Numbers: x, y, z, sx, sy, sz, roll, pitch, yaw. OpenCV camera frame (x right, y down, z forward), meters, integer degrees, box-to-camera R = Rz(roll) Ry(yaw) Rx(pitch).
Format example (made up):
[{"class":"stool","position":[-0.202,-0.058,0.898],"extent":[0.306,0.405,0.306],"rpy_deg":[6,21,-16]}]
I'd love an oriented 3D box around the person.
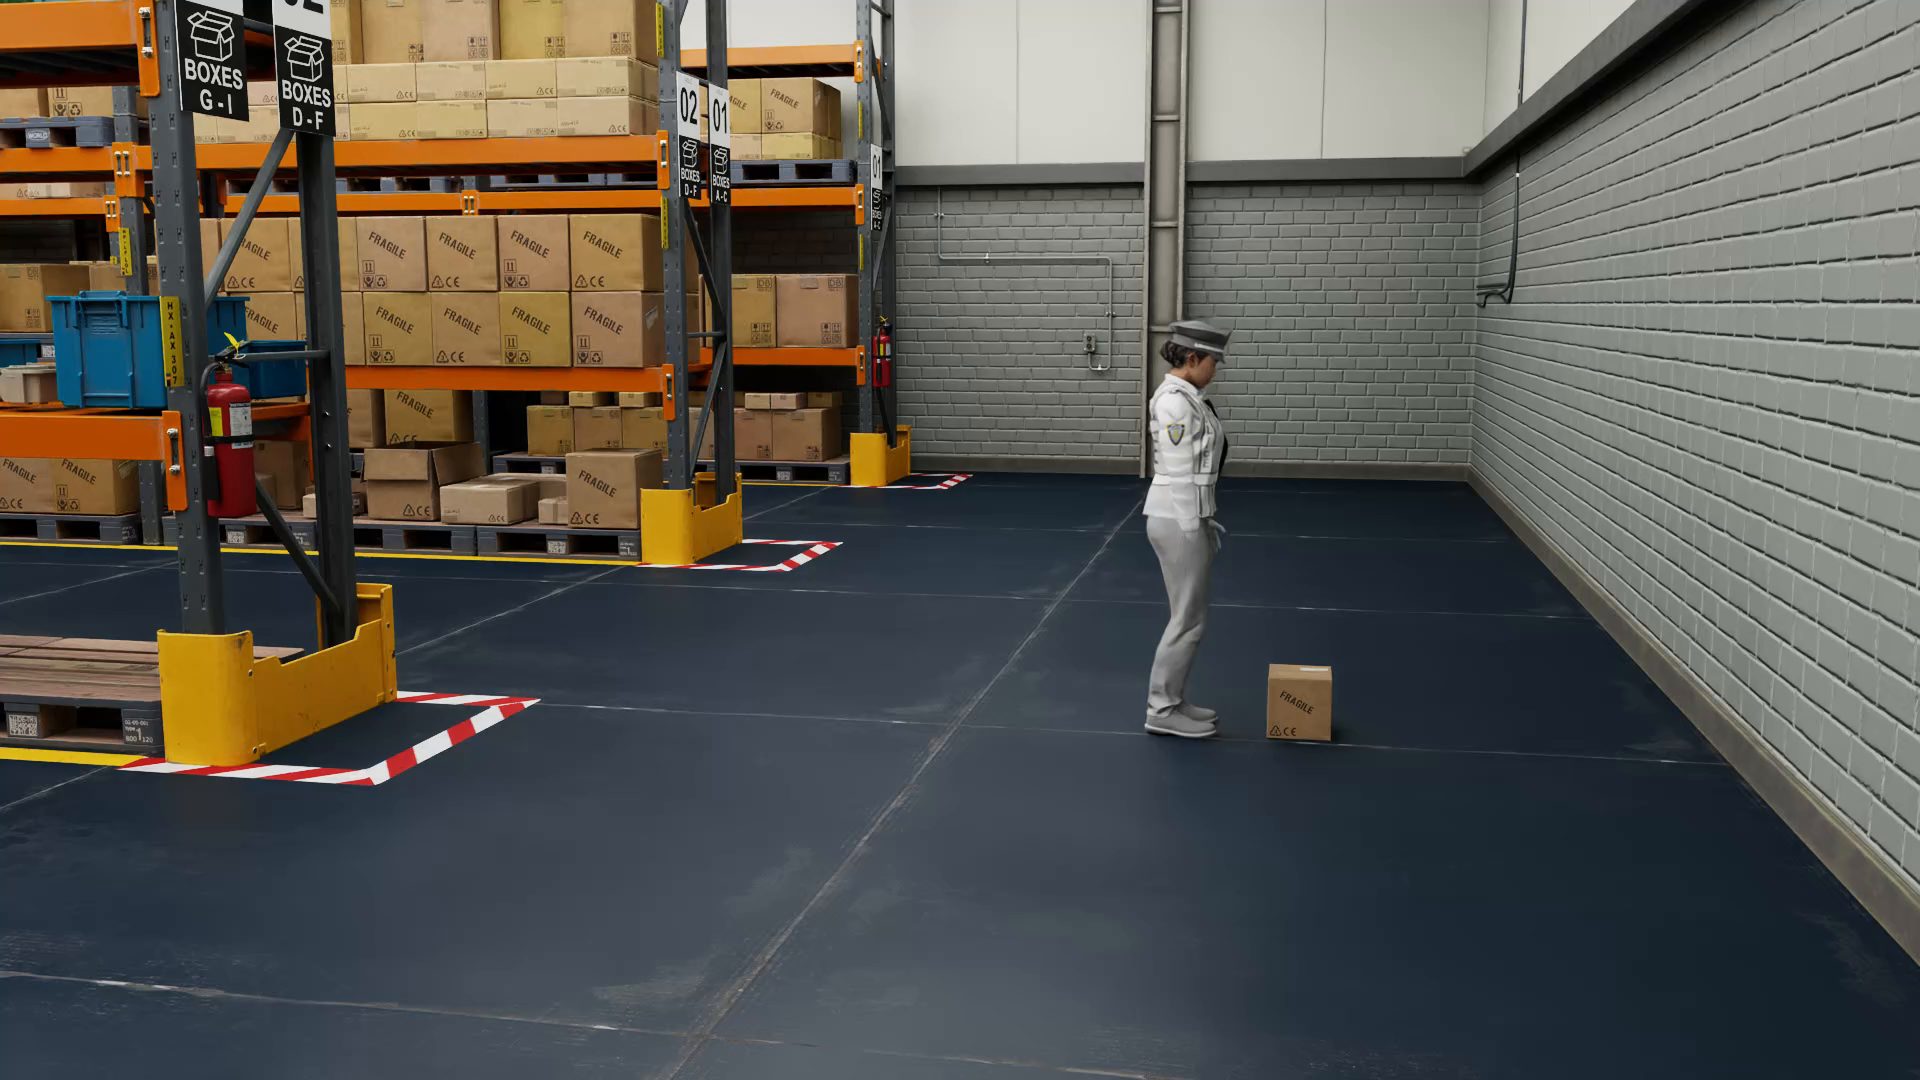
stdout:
[{"class":"person","position":[0.918,-0.048,6.730],"extent":[0.366,1.654,0.482],"rpy_deg":[2,8,12]}]
